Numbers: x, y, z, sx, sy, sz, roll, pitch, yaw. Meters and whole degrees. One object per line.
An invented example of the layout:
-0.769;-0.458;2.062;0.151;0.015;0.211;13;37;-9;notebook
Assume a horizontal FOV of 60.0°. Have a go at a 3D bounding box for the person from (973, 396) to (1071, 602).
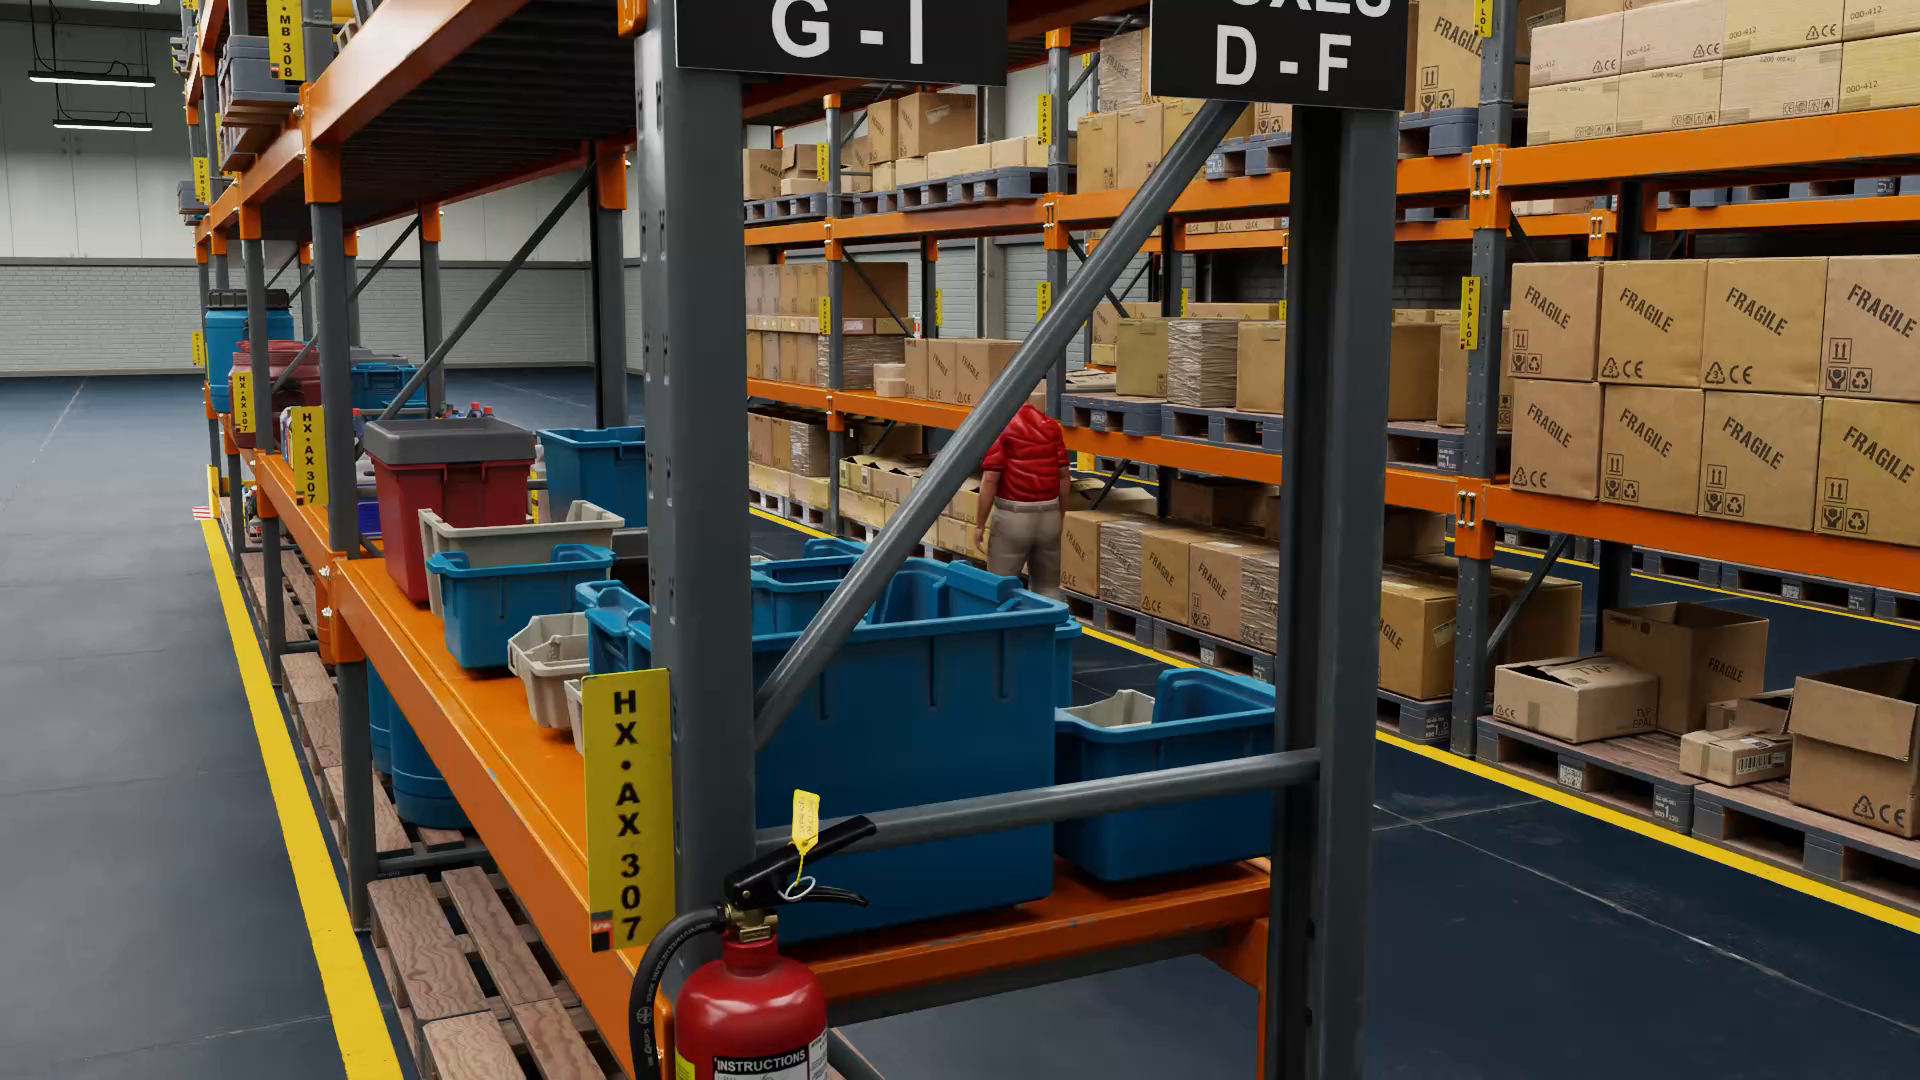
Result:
0.357;-0.082;9.435;0.605;1.728;0.386;-5;10;-28;person
